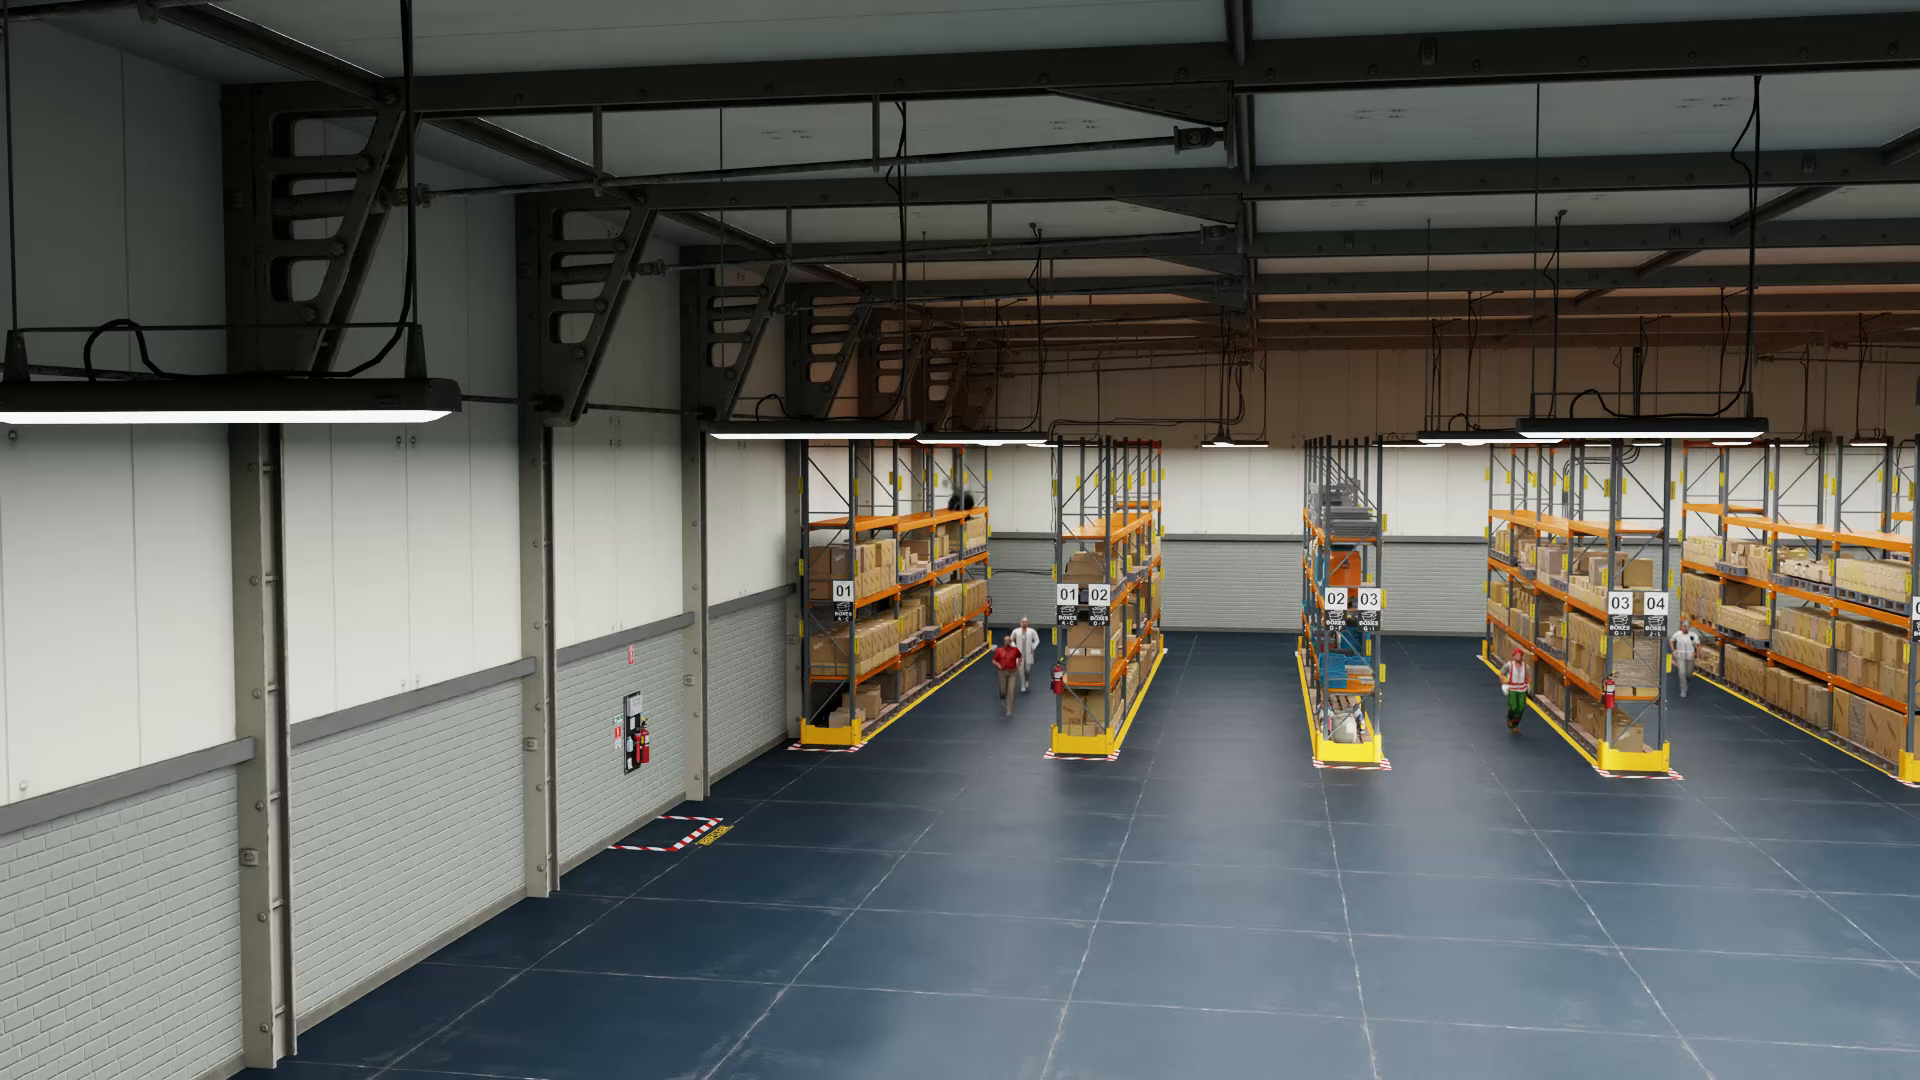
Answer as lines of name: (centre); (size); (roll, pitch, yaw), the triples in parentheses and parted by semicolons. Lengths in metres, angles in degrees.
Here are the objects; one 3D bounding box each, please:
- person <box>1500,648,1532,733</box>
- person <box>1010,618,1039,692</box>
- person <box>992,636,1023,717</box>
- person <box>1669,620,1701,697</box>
person: (11.248, 3.047, 33.561); (0.608, 1.719, 0.590); (0, 3, 3)
person: (1.519, 2.716, 39.504); (0.737, 1.738, 0.675); (0, 3, 1)
person: (1.032, 2.914, 35.917); (0.665, 1.700, 0.945); (0, 3, -2)
person: (16.971, 2.751, 38.920); (0.675, 1.784, 0.868); (1, 3, 17)
